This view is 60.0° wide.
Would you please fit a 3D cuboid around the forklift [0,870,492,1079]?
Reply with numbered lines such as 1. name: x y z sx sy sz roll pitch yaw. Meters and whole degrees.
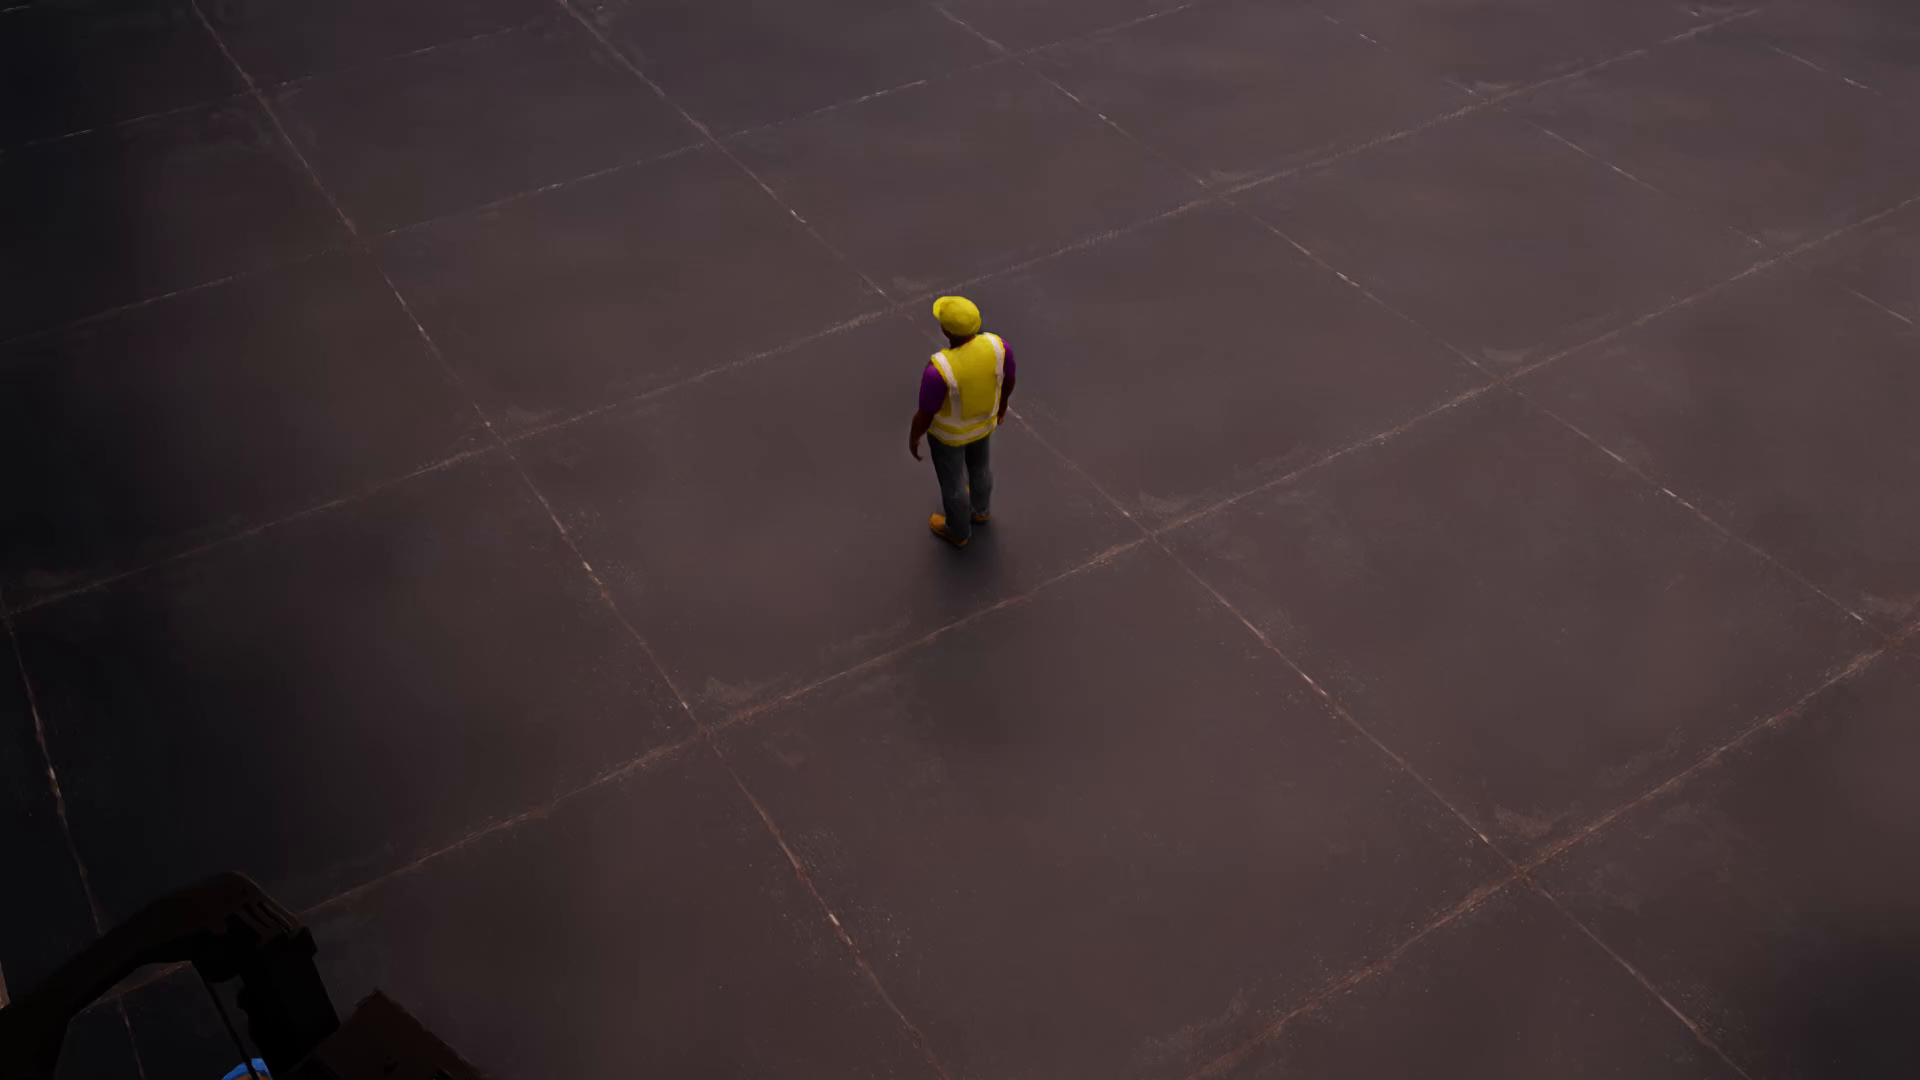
1. forklift: -1.775 2.473 5.041 3.031 2.935 1.130 27 48 27

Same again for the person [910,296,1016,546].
1. person: -0.033 -0.709 9.561 0.665 1.760 0.576 -23 46 -24
